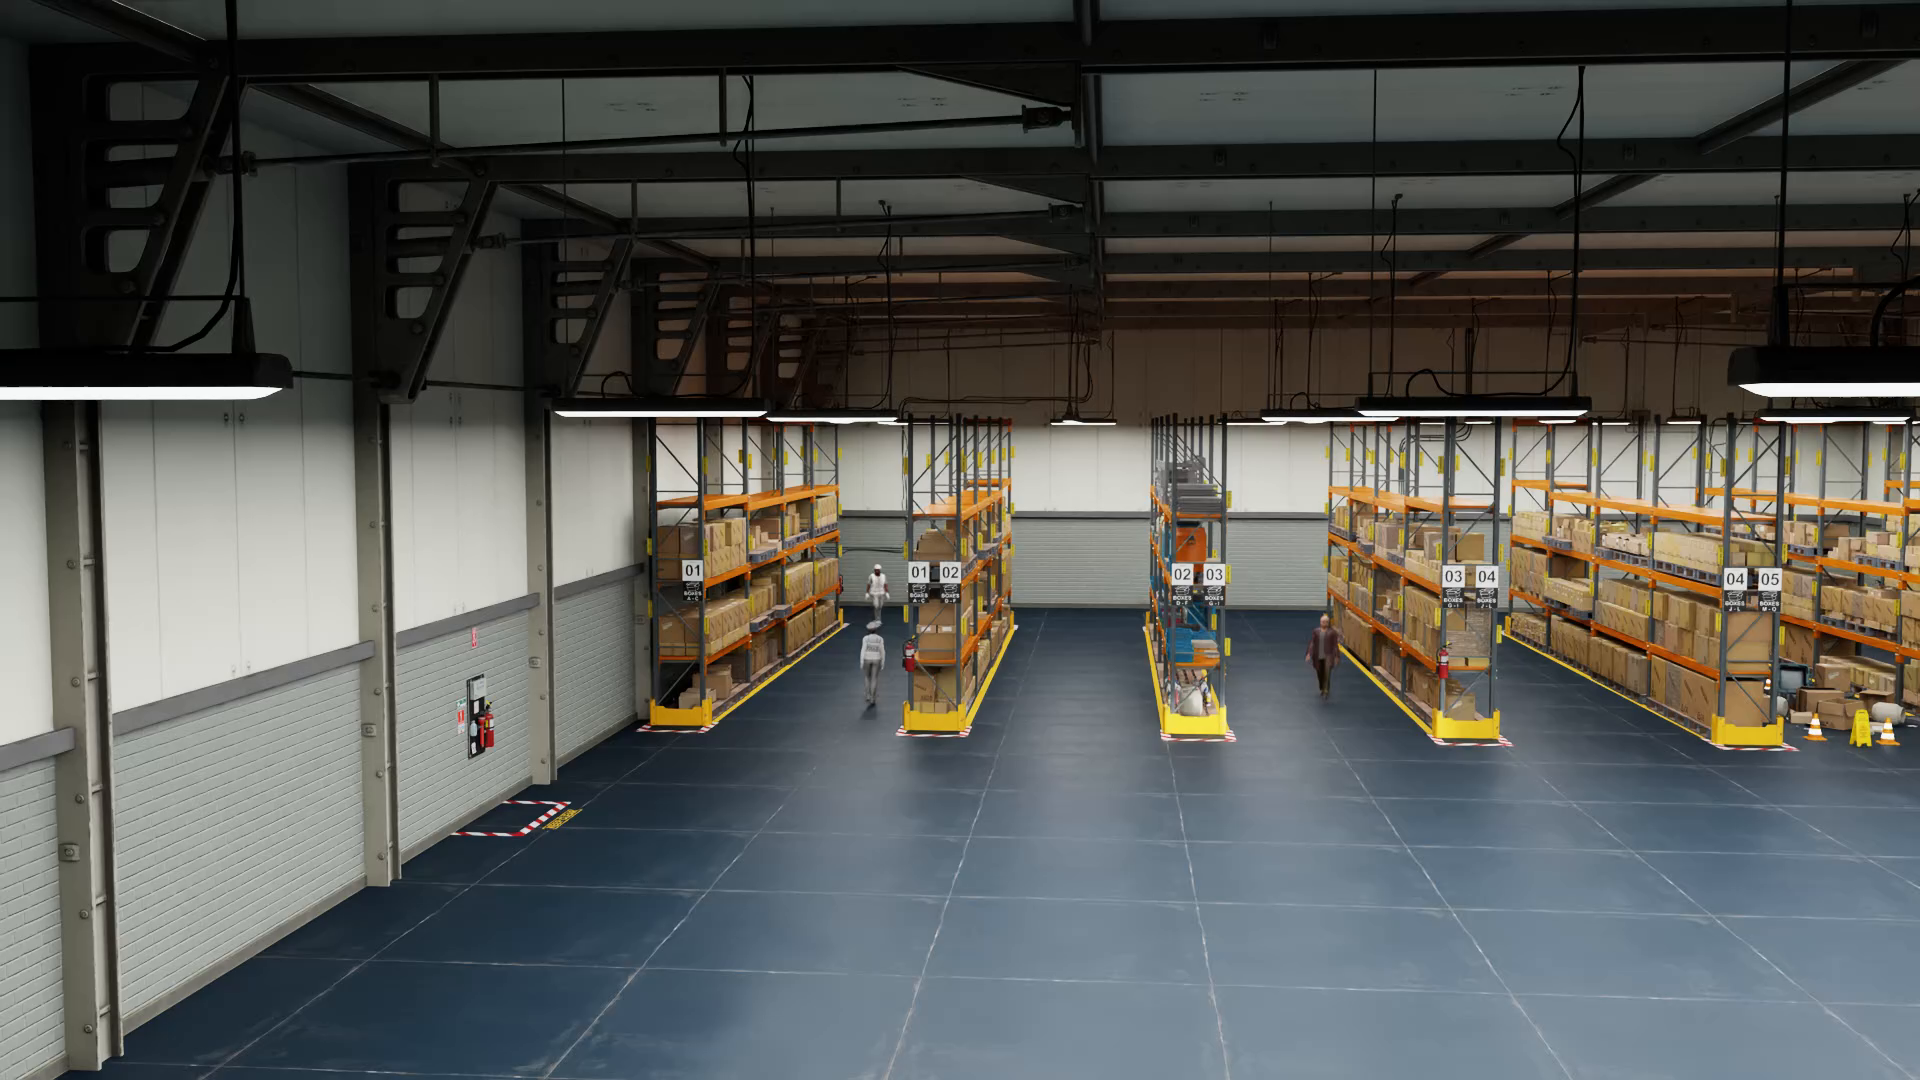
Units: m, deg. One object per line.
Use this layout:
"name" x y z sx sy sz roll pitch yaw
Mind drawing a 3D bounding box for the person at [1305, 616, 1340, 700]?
"person" 7.660 2.476 35.155 0.701 1.709 1.133 2 4 23

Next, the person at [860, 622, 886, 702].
"person" -1.812 2.567 34.709 0.519 1.729 0.669 0 4 3

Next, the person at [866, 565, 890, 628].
"person" -2.353 1.612 48.099 0.637 1.804 0.773 -2 4 -28
